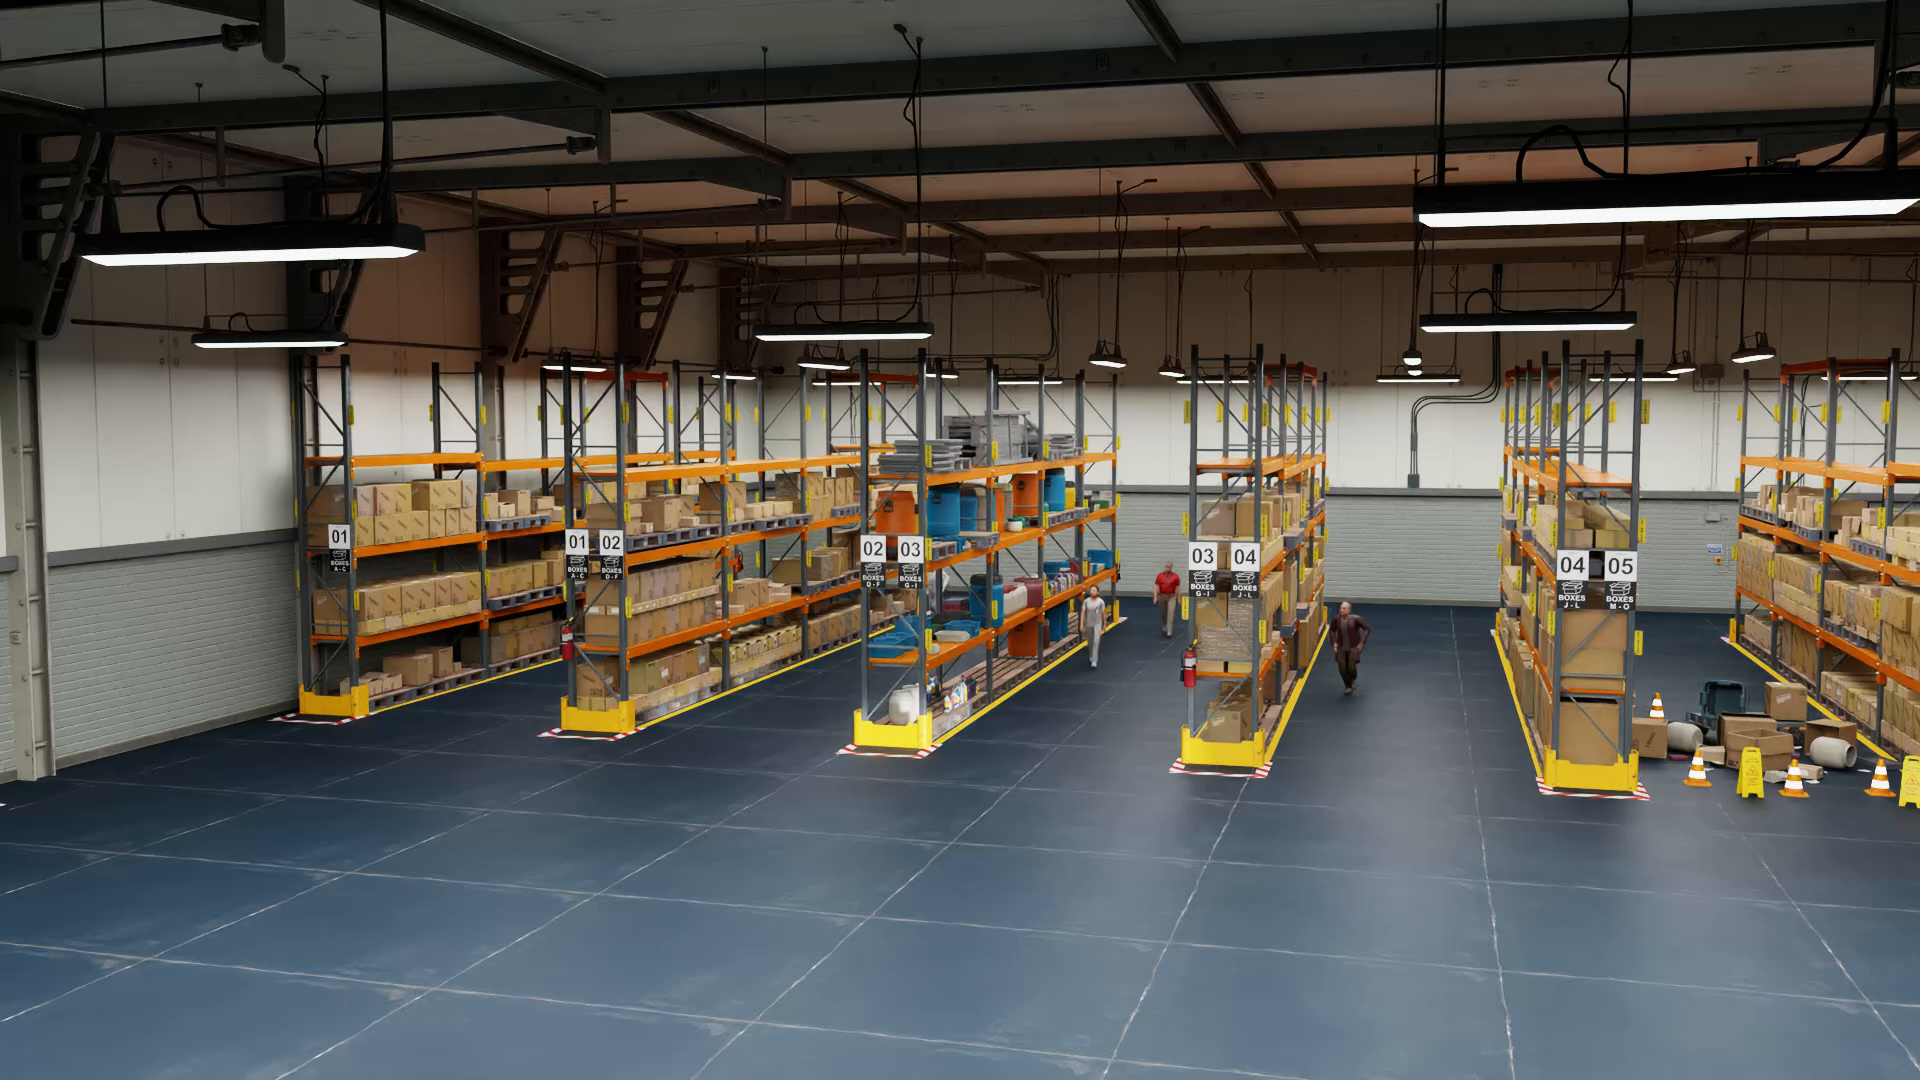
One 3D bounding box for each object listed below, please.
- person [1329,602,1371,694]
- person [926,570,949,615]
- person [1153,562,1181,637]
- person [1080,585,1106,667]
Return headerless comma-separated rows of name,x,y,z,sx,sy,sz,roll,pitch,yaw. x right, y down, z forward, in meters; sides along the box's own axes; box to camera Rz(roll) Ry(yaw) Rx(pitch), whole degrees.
person,6.986,1.935,29.811,0.752,1.686,0.631,2,5,24
person,-0.594,1.232,39.669,0.617,1.589,0.682,2,5,25
person,4.707,1.320,37.759,0.597,1.650,1.099,1,4,12
person,2.658,1.697,33.187,0.498,1.611,1.082,1,4,12
